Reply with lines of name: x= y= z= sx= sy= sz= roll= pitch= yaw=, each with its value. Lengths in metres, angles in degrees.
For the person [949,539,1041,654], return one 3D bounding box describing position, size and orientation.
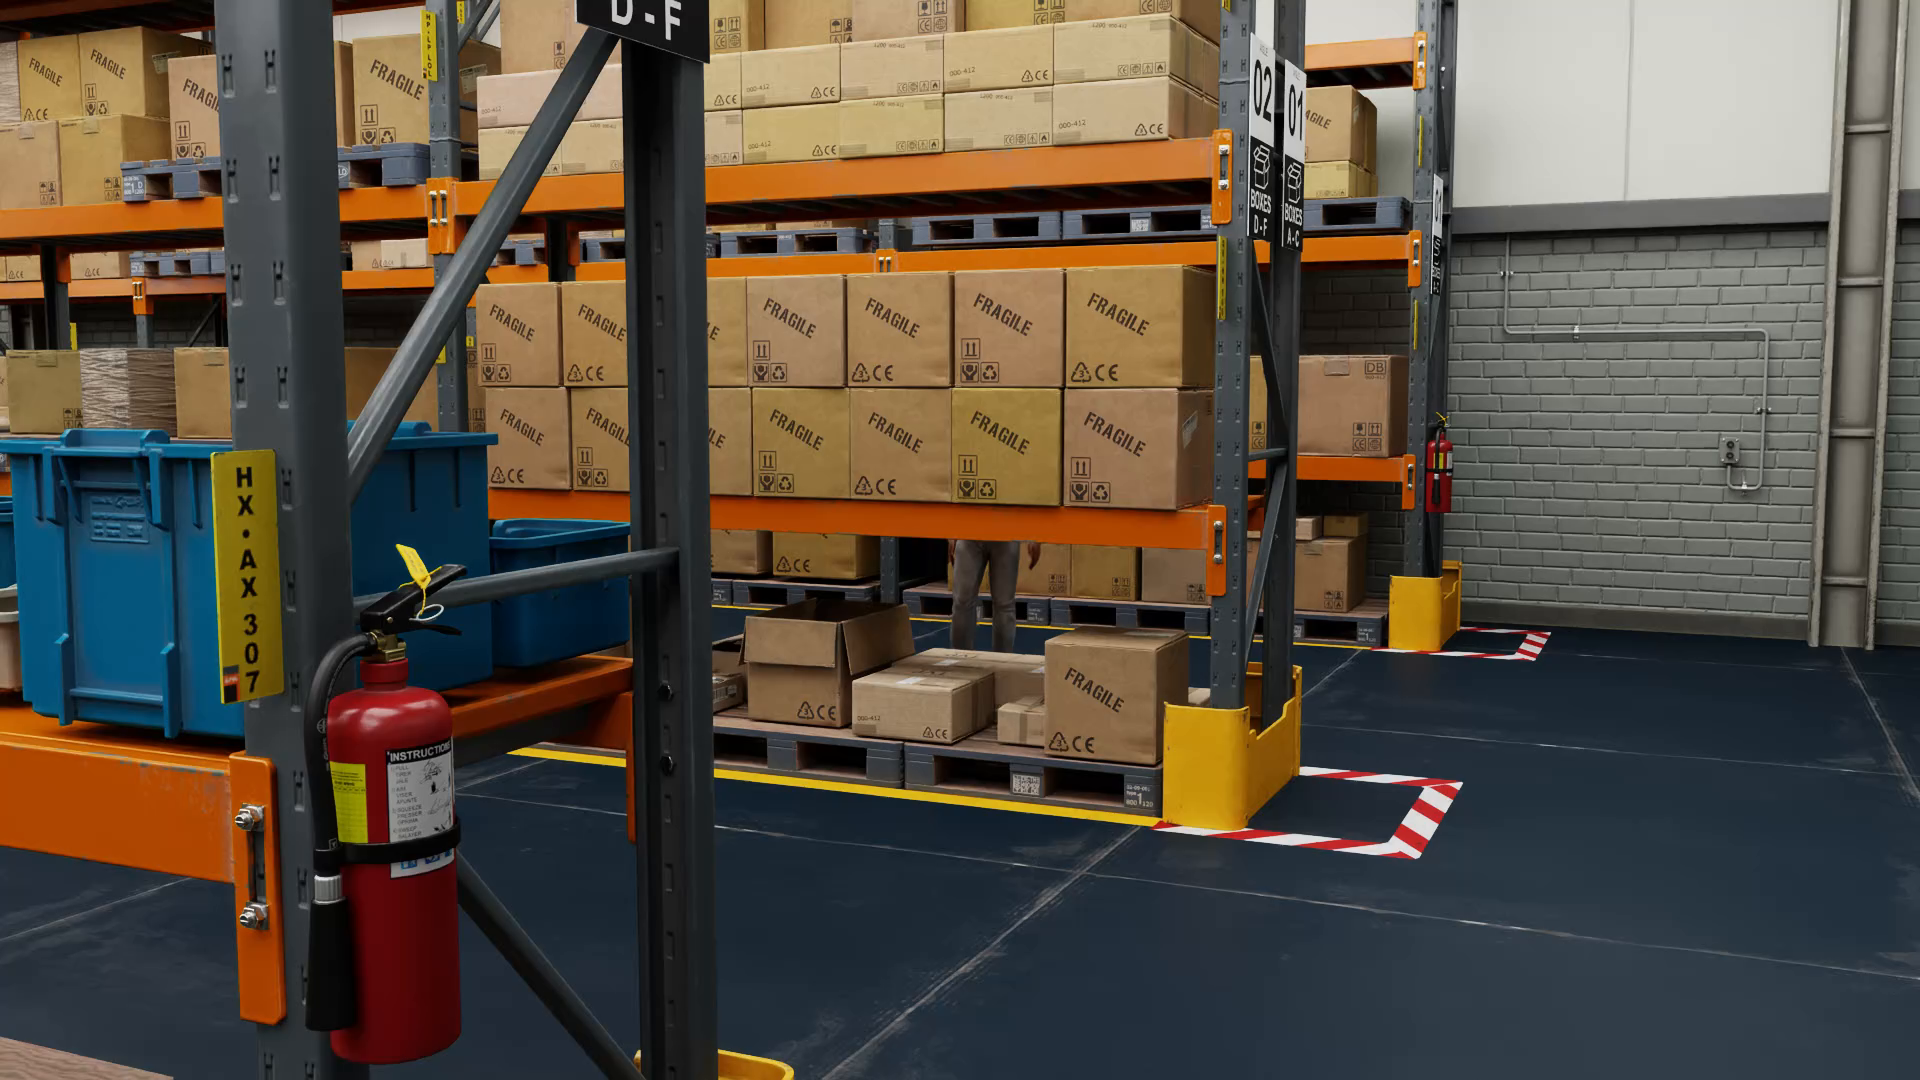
person: x=0.175 y=0.019 z=9.841 sx=0.602 sy=1.804 sz=0.511 roll=2 pitch=6 yaw=16
